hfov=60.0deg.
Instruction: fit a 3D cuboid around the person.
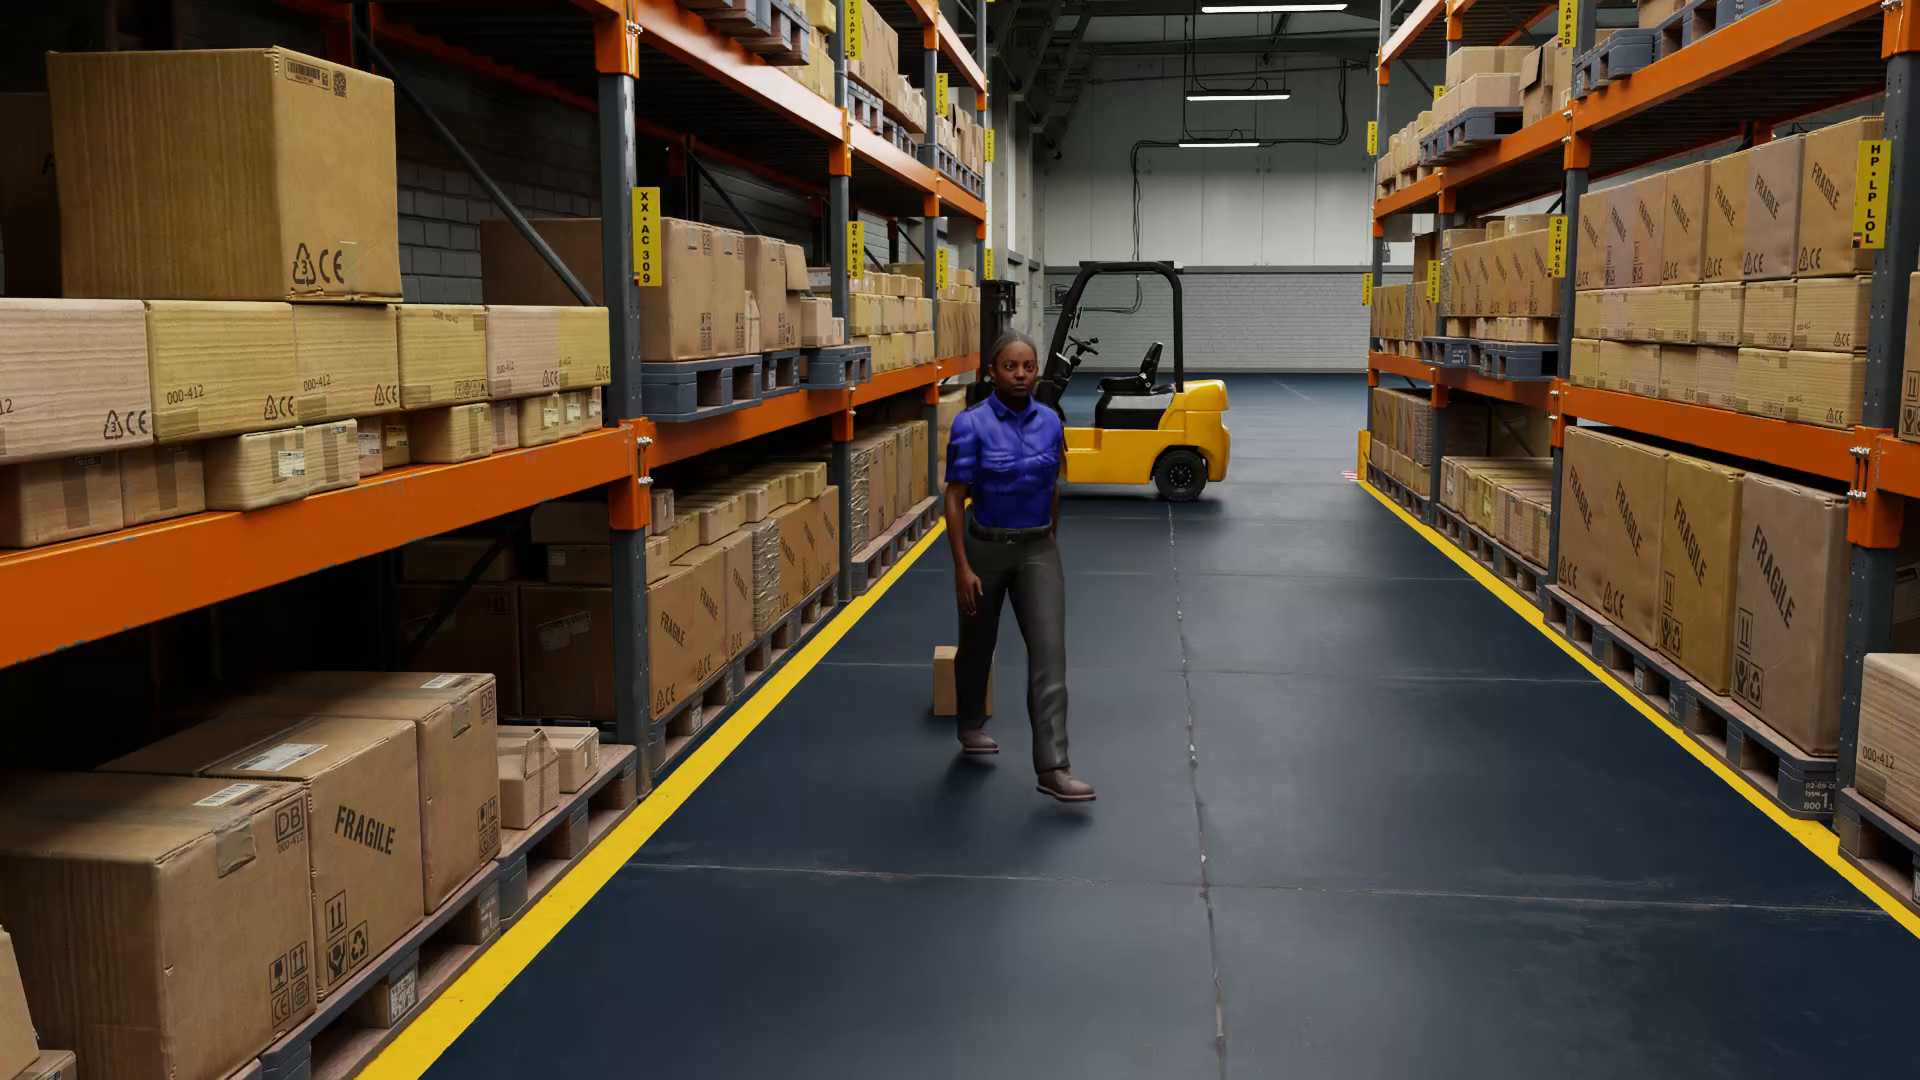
[{"bbox_3d":[0.171,0.058,5.860,0.477,1.580,1.007,-2,8,-14],"label":"person"}]
